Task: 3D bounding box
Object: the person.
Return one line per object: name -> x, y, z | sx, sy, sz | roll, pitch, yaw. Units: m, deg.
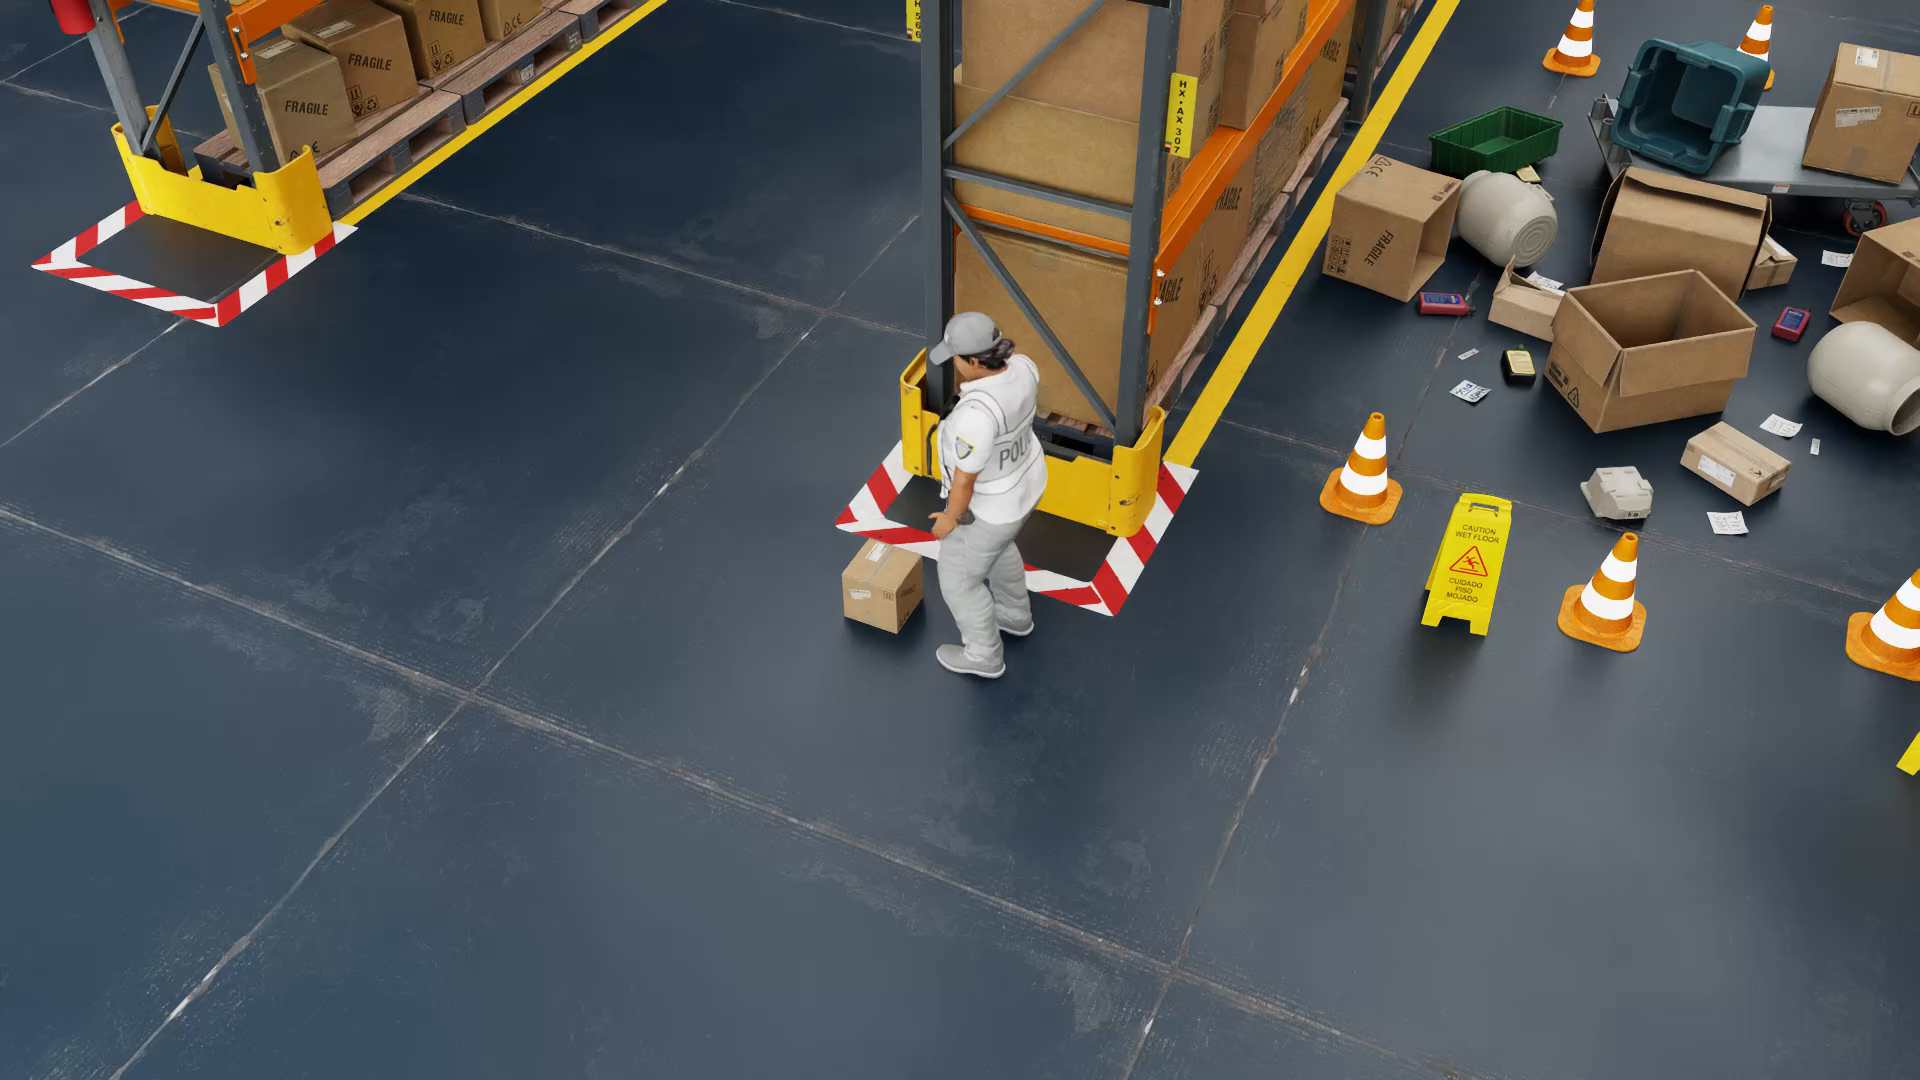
person -> 0.093, -0.158, 6.355 | 0.419, 1.646, 0.480 | 19, 46, 20
